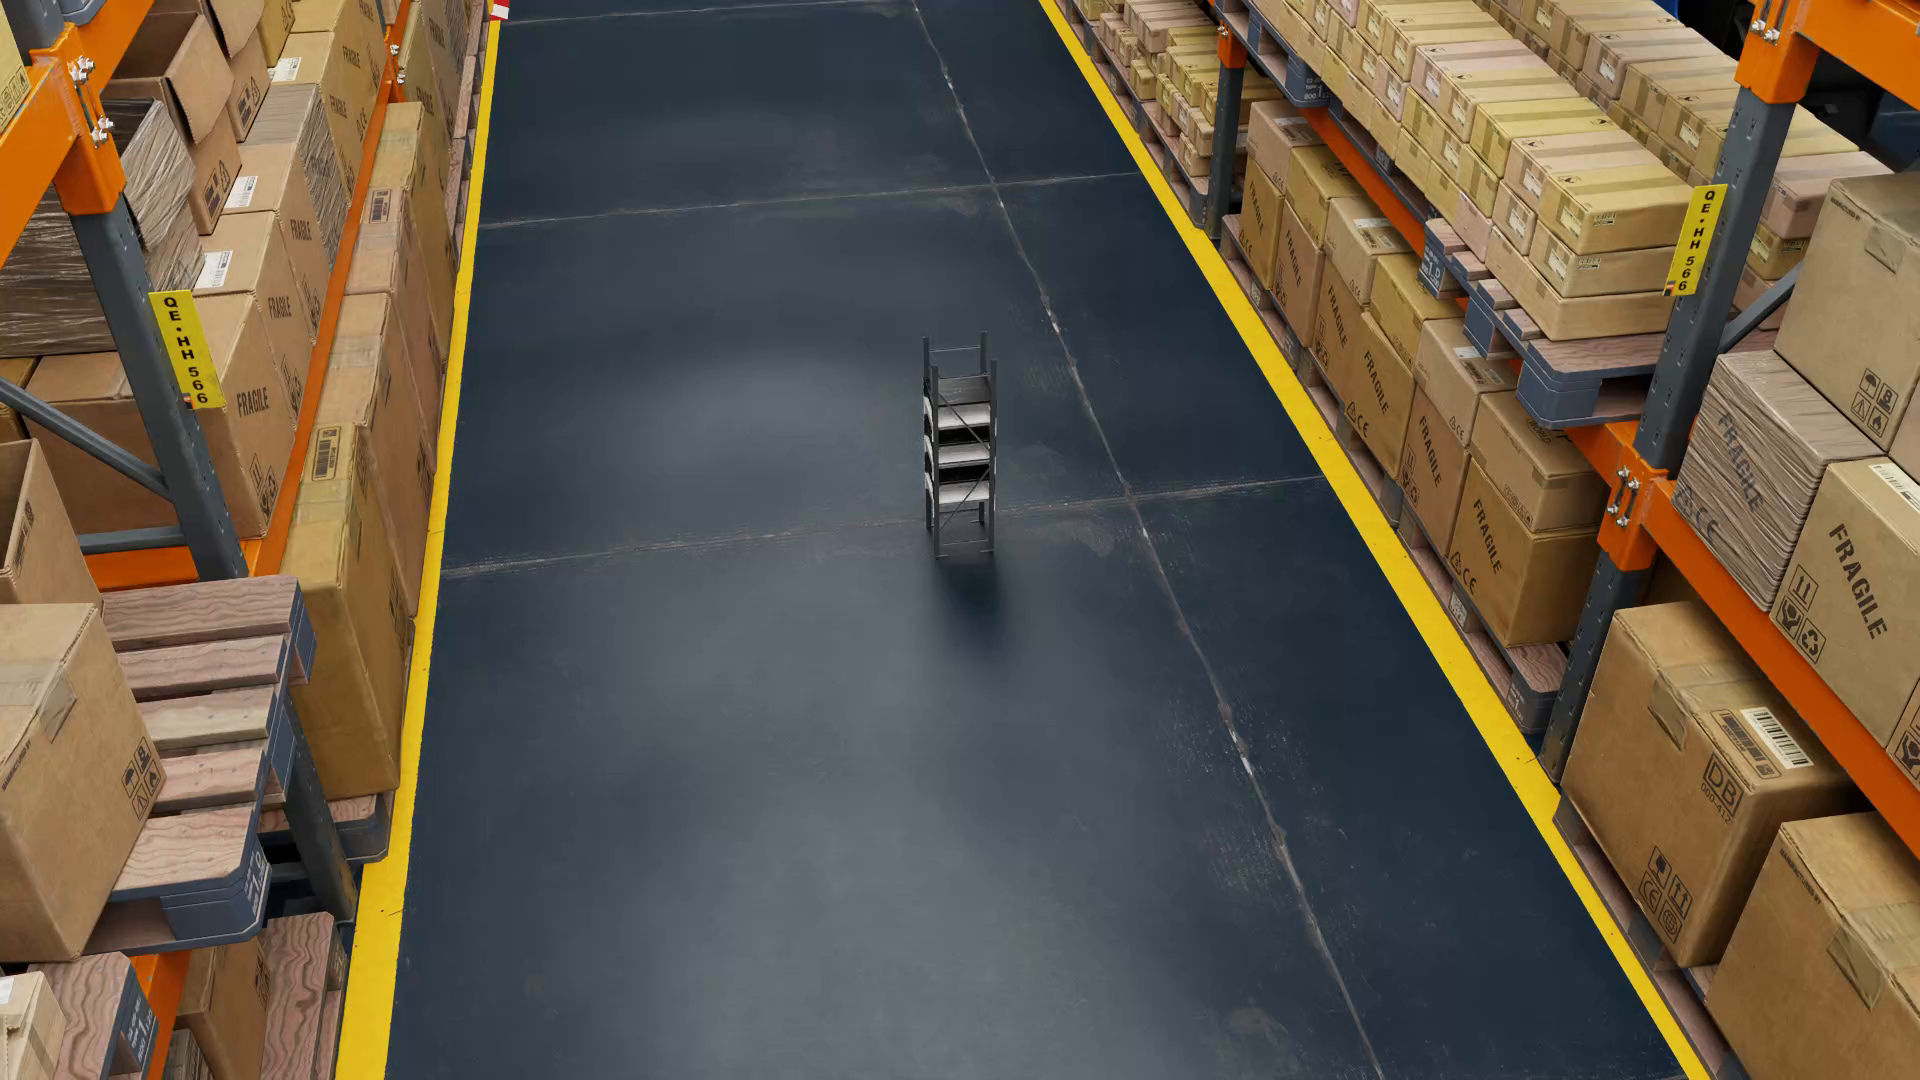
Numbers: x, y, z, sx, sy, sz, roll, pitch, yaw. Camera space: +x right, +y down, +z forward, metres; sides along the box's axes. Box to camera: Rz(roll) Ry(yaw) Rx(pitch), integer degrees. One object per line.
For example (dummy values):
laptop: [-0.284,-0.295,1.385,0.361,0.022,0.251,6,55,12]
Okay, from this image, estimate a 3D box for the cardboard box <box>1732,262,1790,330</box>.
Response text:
cardboard box: [2.624,-0.796,5.193,0.380,0.149,0.250,-7,38,-9]

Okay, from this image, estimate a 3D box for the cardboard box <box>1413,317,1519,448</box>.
cardboard box: [2.026,-0.601,6.163,0.500,0.250,0.500,-6,38,-7]

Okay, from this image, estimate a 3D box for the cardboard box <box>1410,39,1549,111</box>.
cardboard box: [1.792,-1.603,5.746,0.380,0.149,0.250,-6,38,-8]

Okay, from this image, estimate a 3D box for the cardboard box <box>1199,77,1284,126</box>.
cardboard box: [1.484,-2.316,8.782,0.380,0.149,0.250,-5,38,-7]

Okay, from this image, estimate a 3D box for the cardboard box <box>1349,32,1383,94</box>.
cardboard box: [1.695,-1.806,6.250,0.380,0.149,0.250,-7,38,-9]

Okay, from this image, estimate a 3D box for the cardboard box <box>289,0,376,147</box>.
cardboard box: [-2.668,-1.868,6.628,0.500,0.500,0.500,-5,38,-7]

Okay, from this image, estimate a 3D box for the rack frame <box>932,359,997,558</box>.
rack frame: [0.016,-0.299,6.401,0.240,0.900,0.006,-6,38,-8]

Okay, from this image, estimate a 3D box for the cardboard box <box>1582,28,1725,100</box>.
cardboard box: [2.430,-1.673,5.836,0.380,0.149,0.250,-5,38,-6]

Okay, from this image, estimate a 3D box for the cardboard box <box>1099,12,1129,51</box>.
cardboard box: [1.088,-3.191,10.393,0.380,0.149,0.250,-8,39,-10]

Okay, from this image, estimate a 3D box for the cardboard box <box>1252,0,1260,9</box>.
cardboard box: [1.473,-2.466,7.342,0.380,0.149,0.250,-6,38,-7]

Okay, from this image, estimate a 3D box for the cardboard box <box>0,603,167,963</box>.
cardboard box: [-2.067,0.478,3.267,0.700,0.500,0.500,-1,38,-1]

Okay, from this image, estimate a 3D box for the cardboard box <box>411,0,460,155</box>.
cardboard box: [-3.293,-2.659,9.117,0.875,0.875,0.875,-6,38,-8]

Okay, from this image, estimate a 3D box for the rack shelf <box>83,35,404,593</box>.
rack shelf: [-2.748,-0.889,6.036,1.077,0.370,4.000,-6,38,-8]

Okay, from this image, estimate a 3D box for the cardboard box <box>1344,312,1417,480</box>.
cardboard box: [1.935,-0.618,6.795,0.500,0.500,0.500,-8,39,-10]

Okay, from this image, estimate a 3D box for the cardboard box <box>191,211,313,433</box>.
cardboard box: [-2.307,-0.639,5.046,0.500,0.500,0.500,-7,38,-9]

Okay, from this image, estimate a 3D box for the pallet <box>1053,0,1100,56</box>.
pallet: [1.222,-3.628,11.248,1.003,0.211,1.213,-6,38,-8]

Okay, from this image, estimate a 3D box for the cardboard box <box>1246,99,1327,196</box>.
cardboard box: [1.672,-1.854,7.775,0.500,0.250,0.500,-8,39,-10]

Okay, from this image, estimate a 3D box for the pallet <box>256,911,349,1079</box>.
pallet: [-2.262,1.608,4.508,1.003,0.211,1.213,-6,38,-8]

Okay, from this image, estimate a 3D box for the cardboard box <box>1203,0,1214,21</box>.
cardboard box: [1.698,-3.357,10.366,0.380,0.149,0.250,-4,38,-6]

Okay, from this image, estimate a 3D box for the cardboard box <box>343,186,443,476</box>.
cardboard box: [-2.809,-0.784,6.704,1.225,0.875,0.875,-7,38,-10]

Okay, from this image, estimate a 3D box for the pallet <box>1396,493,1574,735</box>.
pallet: [2.368,0.191,6.332,1.003,0.211,1.213,-6,38,-8]

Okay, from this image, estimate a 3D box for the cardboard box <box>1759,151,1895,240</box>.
cardboard box: [2.613,-1.042,5.024,0.380,0.149,0.250,-6,38,-8]

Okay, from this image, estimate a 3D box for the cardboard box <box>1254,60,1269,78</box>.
cardboard box: [1.863,-2.679,9.250,0.380,0.149,0.250,-7,38,-9]

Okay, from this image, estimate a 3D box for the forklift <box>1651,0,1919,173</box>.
forklift: [4.431,-2.870,8.055,1.130,2.935,3.031,-8,39,-10]

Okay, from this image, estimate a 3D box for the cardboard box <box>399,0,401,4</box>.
cardboard box: [-2.869,-2.655,7.928,0.380,0.149,0.250,-7,38,-9]

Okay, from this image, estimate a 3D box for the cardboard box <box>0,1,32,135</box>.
cardboard box: [-2.072,-0.830,3.051,0.500,0.250,0.500,-6,38,-8]

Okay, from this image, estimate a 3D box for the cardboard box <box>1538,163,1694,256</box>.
cardboard box: [1.966,-0.986,4.952,0.380,0.149,0.250,-8,38,-10]

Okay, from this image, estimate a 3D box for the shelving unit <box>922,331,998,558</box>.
shelving unit: [-0.001,-0.360,6.480,0.258,0.900,0.210,-6,38,-8]

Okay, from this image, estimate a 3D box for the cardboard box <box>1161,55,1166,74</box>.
cardboard box: [1.363,-2.651,9.457,0.380,0.149,0.250,-6,38,-8]

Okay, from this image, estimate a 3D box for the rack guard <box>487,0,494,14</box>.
rack guard: [-3.804,-3.825,11.266,1.175,0.500,0.348,-6,38,-8]

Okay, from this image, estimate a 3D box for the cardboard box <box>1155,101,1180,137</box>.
cardboard box: [1.325,-2.413,9.392,0.380,0.149,0.250,-7,38,-9]

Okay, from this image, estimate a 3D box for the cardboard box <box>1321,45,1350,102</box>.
cardboard box: [1.653,-1.845,6.542,0.380,0.149,0.250,-7,38,-9]

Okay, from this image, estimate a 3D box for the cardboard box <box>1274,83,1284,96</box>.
cardboard box: [1.921,-2.408,9.143,0.380,0.149,0.250,-6,38,-8]

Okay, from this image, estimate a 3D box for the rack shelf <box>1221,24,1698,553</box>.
rack shelf: [2.153,-1.362,6.644,1.077,0.370,4.000,-6,38,-8]

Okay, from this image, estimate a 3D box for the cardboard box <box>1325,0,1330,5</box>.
cardboard box: [1.603,-2.240,6.565,0.380,0.149,0.250,-7,38,-8]

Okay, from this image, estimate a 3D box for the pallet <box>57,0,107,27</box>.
pallet: [-2.562,-1.459,3.891,1.213,0.211,1.003,-5,38,-6]

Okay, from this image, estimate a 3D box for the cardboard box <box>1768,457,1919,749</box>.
cardboard box: [2.409,0.130,4.057,0.500,0.500,0.500,-7,38,-8]

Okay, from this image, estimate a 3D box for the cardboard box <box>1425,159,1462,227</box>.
cardboard box: [1.837,-1.209,5.724,0.380,0.149,0.250,-7,38,-9]

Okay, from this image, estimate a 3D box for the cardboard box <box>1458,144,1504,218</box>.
cardboard box: [1.872,-1.191,5.458,0.380,0.149,0.250,-5,38,-7]

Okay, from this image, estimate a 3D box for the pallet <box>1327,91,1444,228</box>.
pallet: [2.116,-1.553,6.461,1.003,0.211,1.213,-6,38,-8]

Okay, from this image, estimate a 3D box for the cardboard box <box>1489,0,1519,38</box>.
cardboard box: [2.301,-2.023,6.529,0.380,0.149,0.250,-6,38,-8]

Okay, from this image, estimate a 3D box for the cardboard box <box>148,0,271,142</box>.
cardboard box: [-2.745,-1.643,5.520,0.797,0.503,0.637,-5,38,-6]

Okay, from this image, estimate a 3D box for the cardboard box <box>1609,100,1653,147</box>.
cardboard box: [2.472,-1.412,5.743,0.380,0.149,0.250,-6,38,-8]

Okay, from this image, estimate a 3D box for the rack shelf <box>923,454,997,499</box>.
rack shelf: [-0.001,-0.263,6.556,0.258,0.077,0.200,-6,38,-8]

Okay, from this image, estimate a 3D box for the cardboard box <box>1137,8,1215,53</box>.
cardboard box: [1.242,-2.934,9.578,0.380,0.149,0.250,-8,39,-10]

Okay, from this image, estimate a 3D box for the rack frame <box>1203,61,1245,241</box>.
rack frame: [1.802,-2.854,7.978,1.000,3.000,0.127,-6,38,-8]
